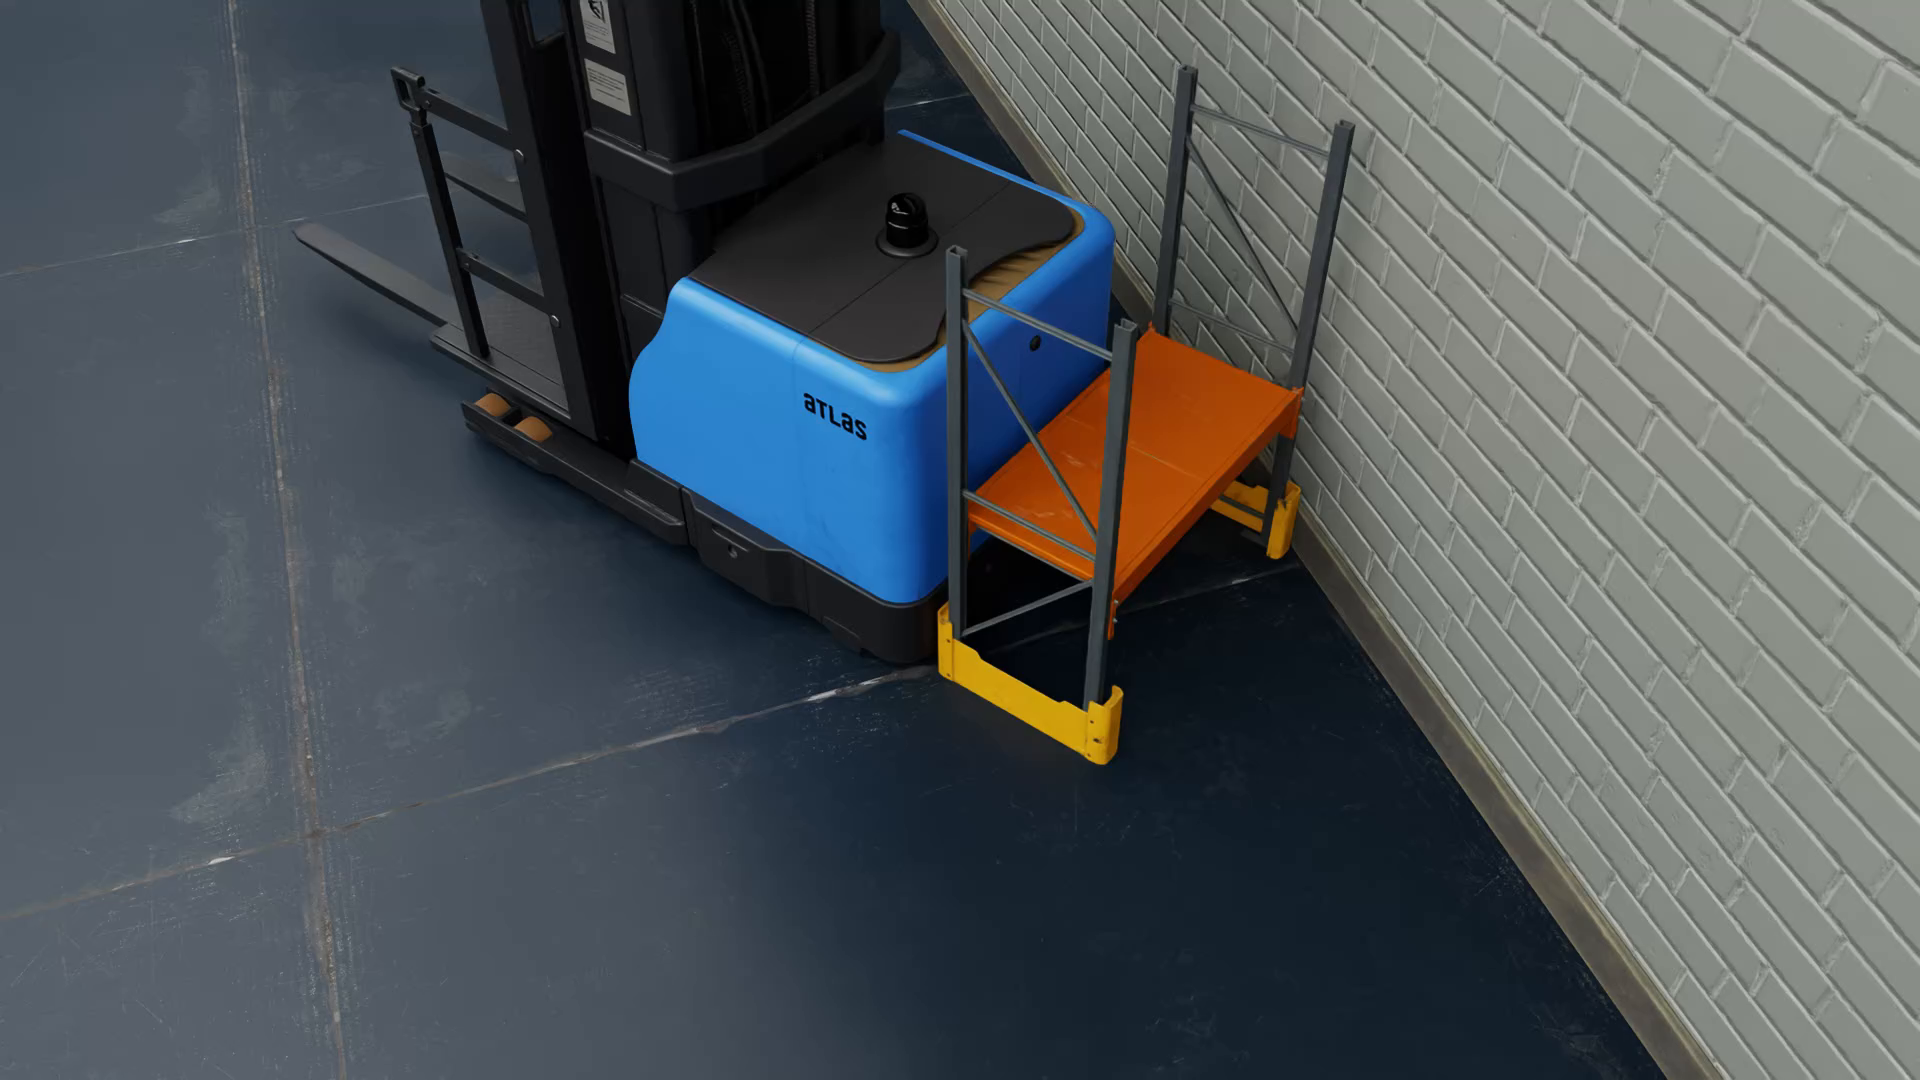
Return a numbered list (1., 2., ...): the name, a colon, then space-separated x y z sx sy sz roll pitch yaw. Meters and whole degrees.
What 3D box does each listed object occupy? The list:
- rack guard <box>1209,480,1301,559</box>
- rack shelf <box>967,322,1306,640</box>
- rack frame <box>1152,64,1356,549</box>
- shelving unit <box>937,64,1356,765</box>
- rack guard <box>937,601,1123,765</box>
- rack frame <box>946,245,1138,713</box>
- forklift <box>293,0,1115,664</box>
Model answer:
1. rack guard: 0.783 -0.169 5.242 0.587 0.250 0.087 28 51 25
2. rack shelf: 0.480 -0.195 4.640 0.538 0.185 1.000 28 51 25
3. rack frame: 0.783 -0.611 4.800 0.500 1.500 0.032 28 51 25
4. shelving unit: 0.486 -0.327 4.517 0.587 1.500 1.083 28 51 25
5. rack guard: 0.188 0.397 4.678 0.587 0.250 0.087 28 51 25
6. rack frame: 0.177 -0.033 4.224 0.500 1.500 0.032 28 51 25
7. forklift: -1.029 -1.543 4.718 3.031 2.935 1.130 28 52 25
